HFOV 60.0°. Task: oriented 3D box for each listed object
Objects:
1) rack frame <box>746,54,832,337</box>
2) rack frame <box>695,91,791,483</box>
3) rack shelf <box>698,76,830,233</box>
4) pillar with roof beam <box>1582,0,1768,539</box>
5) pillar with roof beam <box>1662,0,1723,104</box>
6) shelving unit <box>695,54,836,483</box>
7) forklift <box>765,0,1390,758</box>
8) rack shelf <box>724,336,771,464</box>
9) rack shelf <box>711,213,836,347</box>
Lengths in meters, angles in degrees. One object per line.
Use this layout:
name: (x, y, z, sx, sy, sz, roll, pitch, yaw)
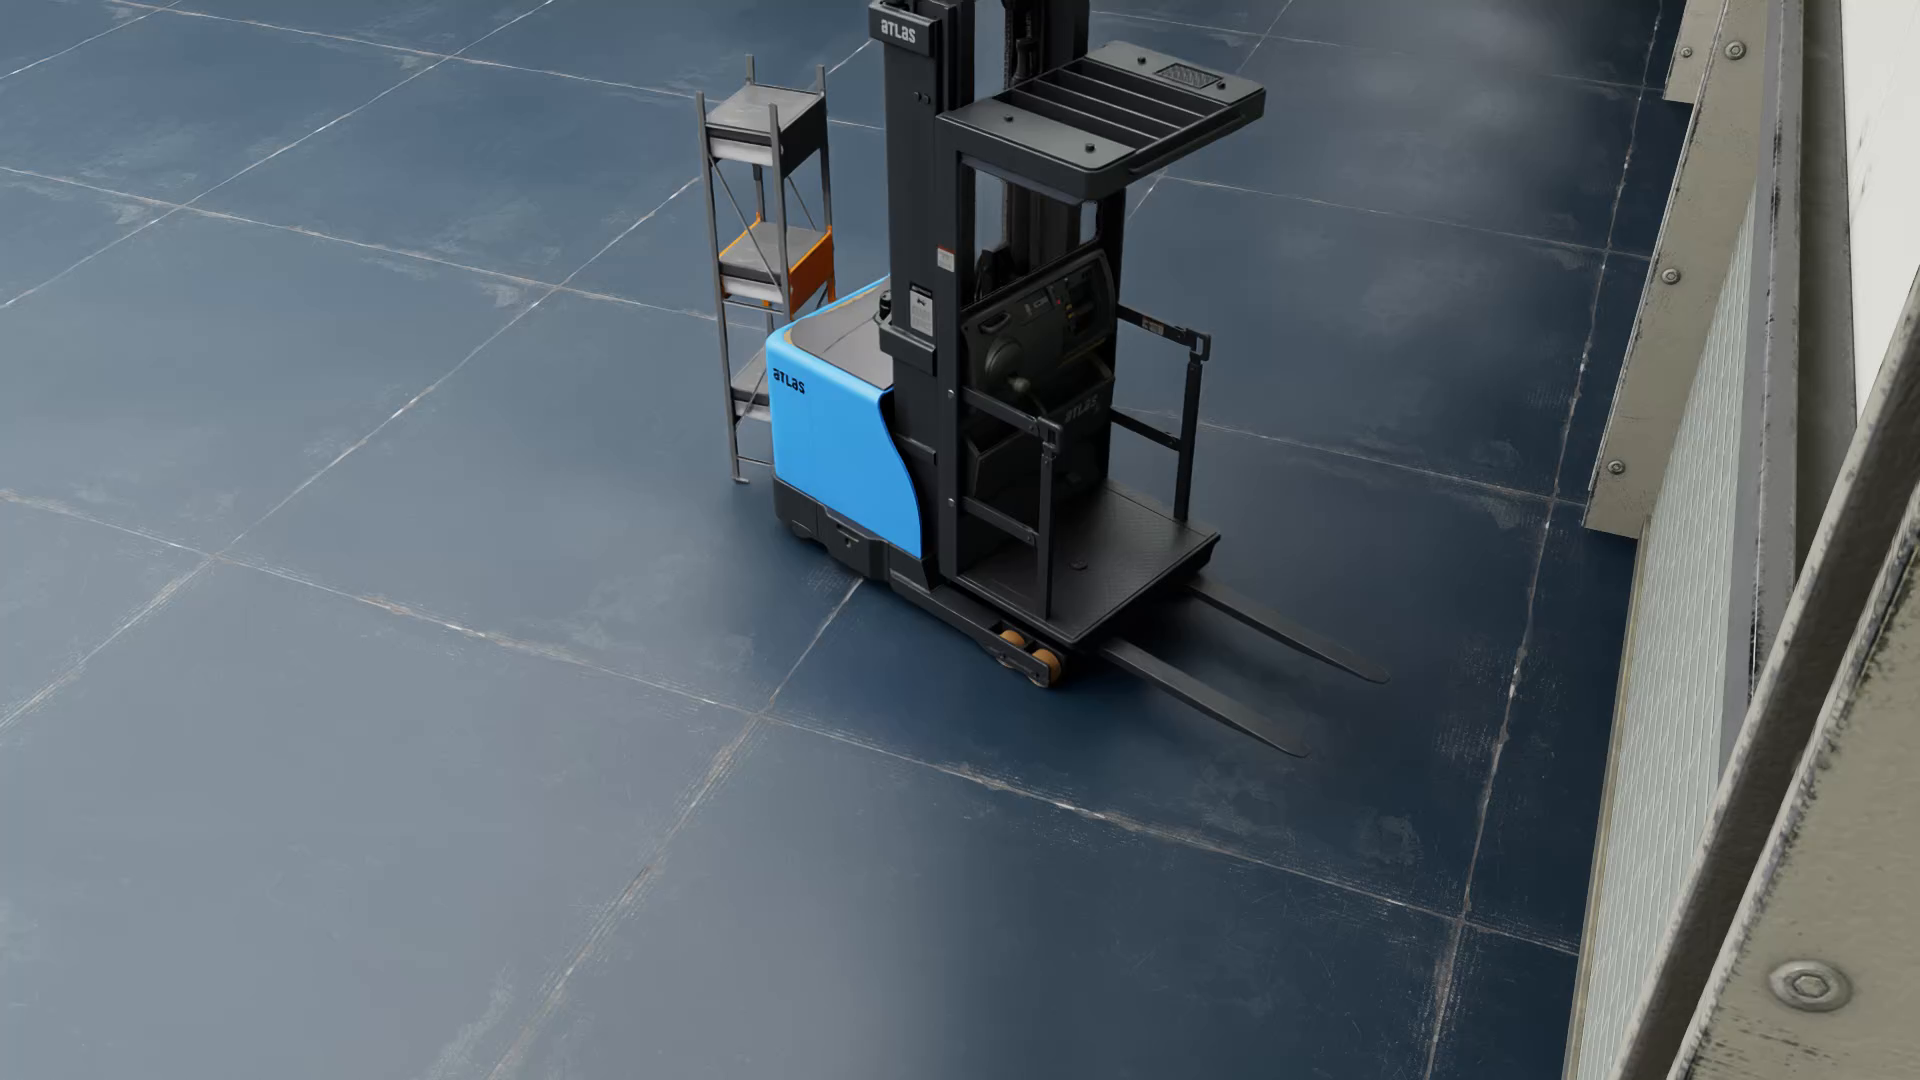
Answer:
rack frame: (-0.816, -1.389, 8.353, 0.400, 2.100, 0.015, 13, 39, 17)
rack frame: (-0.994, -1.117, 7.989, 0.400, 2.100, 0.015, 13, 39, 17)
rack shelf: (-0.904, -1.803, 7.761, 0.431, 0.518, 0.480, 13, 39, 17)
pillar with roof beam: (-0.646, -4.727, 7.058, 9.100, 9.000, 0.400, 14, 39, 18)
pillar with roof beam: (1.637, -8.049, 11.502, 9.100, 9.000, 0.400, 14, 39, 18)
shelving unit: (-0.905, -1.253, 8.171, 0.431, 2.100, 0.503, 13, 39, 17)
forklift: (0.500, -0.878, 6.976, 3.031, 2.935, 1.130, 29, 45, 33)
rack shelf: (-0.906, -0.681, 8.598, 0.431, 0.518, 0.480, 13, 39, 17)
rack shelf: (-0.905, -1.242, 8.179, 0.431, 0.518, 0.480, 13, 39, 17)
